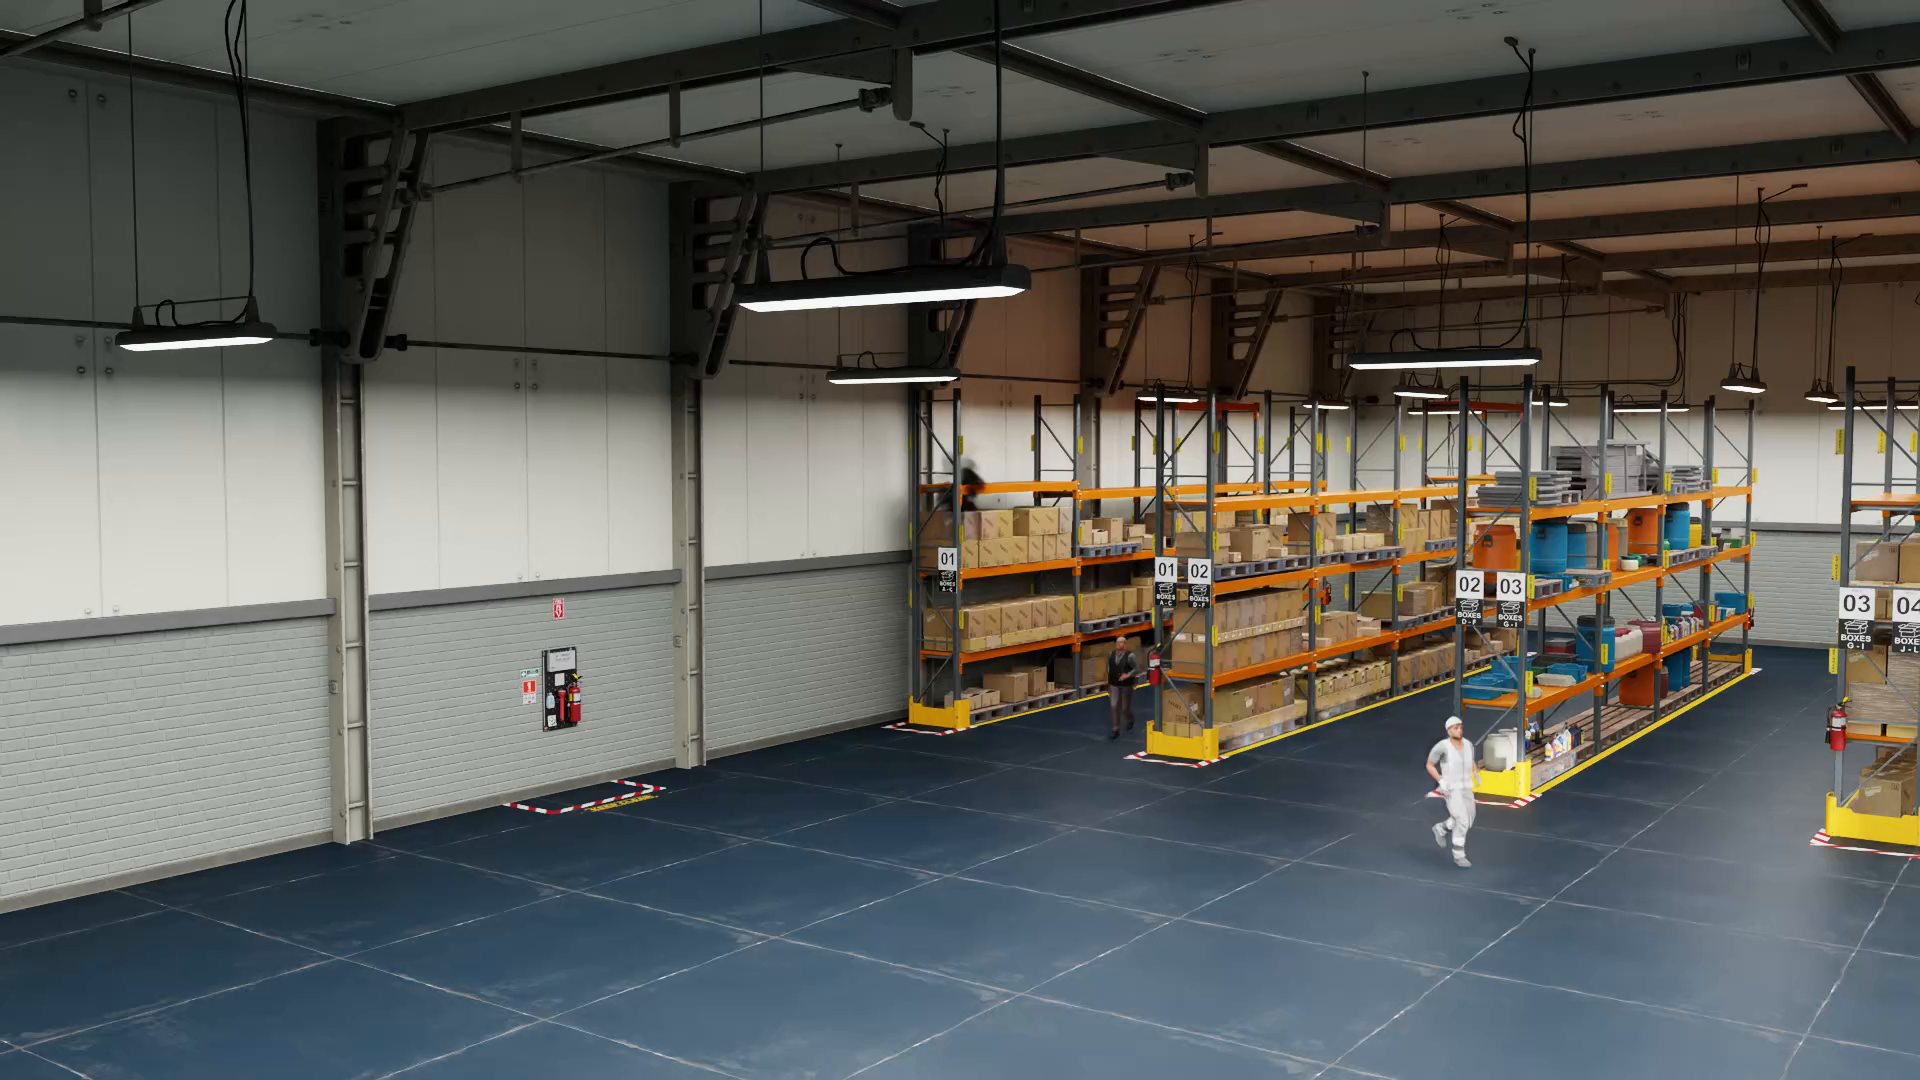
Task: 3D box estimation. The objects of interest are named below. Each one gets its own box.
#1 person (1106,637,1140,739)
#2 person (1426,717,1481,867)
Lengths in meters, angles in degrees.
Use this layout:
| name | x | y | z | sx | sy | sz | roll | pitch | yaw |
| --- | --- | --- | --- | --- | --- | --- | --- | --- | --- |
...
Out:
| name | x | y | z | sx | sy | sz | roll | pitch | yaw |
| --- | --- | --- | --- | --- | --- | --- | --- | --- | --- |
| person | 2.773 | 2.517 | 28.549 | 0.658 | 1.718 | 0.865 | 1 | 4 | 24 |
| person | 5.919 | 2.991 | 19.971 | 0.632 | 1.760 | 0.700 | -1 | 3 | -21 |
